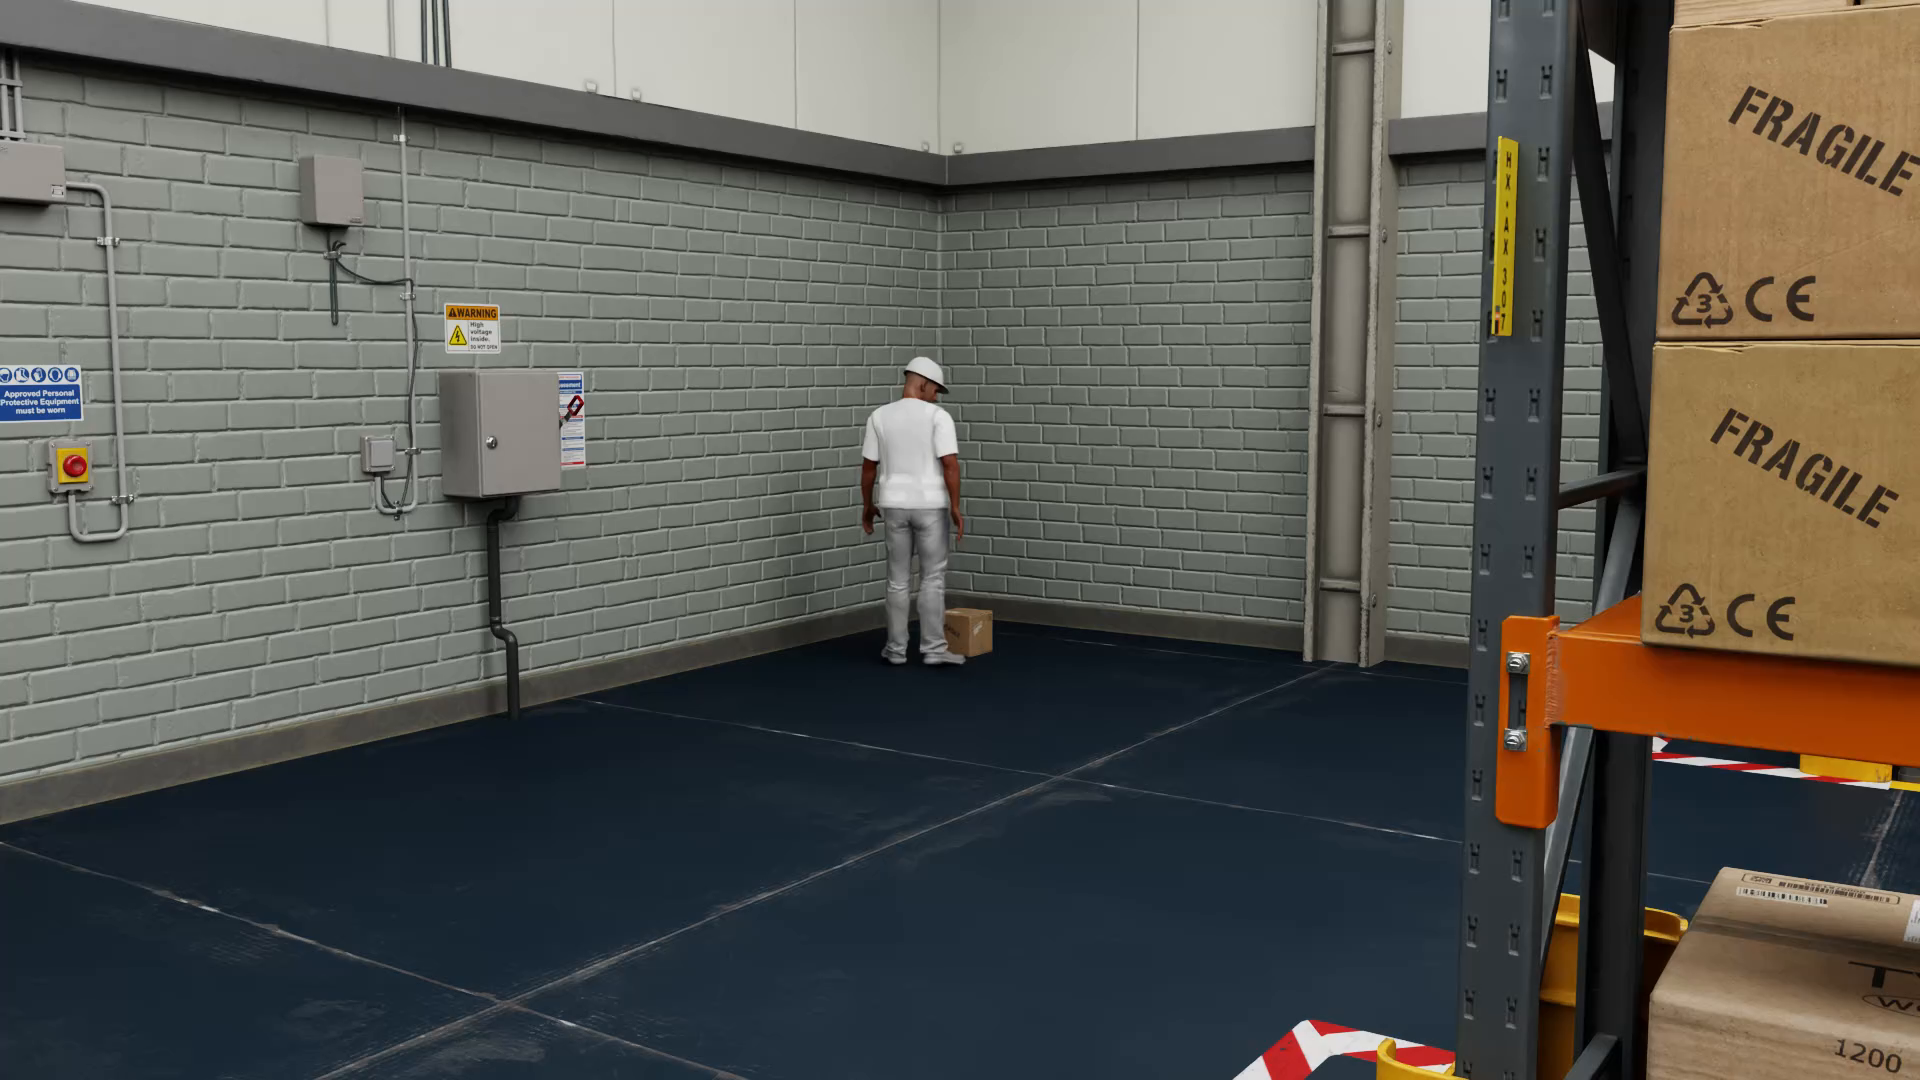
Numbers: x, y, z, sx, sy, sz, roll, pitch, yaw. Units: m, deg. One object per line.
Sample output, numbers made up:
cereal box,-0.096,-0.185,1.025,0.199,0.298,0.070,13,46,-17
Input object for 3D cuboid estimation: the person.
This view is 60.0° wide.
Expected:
person,-0.274,-0.160,9.579,0.675,1.778,0.377,2,7,18
